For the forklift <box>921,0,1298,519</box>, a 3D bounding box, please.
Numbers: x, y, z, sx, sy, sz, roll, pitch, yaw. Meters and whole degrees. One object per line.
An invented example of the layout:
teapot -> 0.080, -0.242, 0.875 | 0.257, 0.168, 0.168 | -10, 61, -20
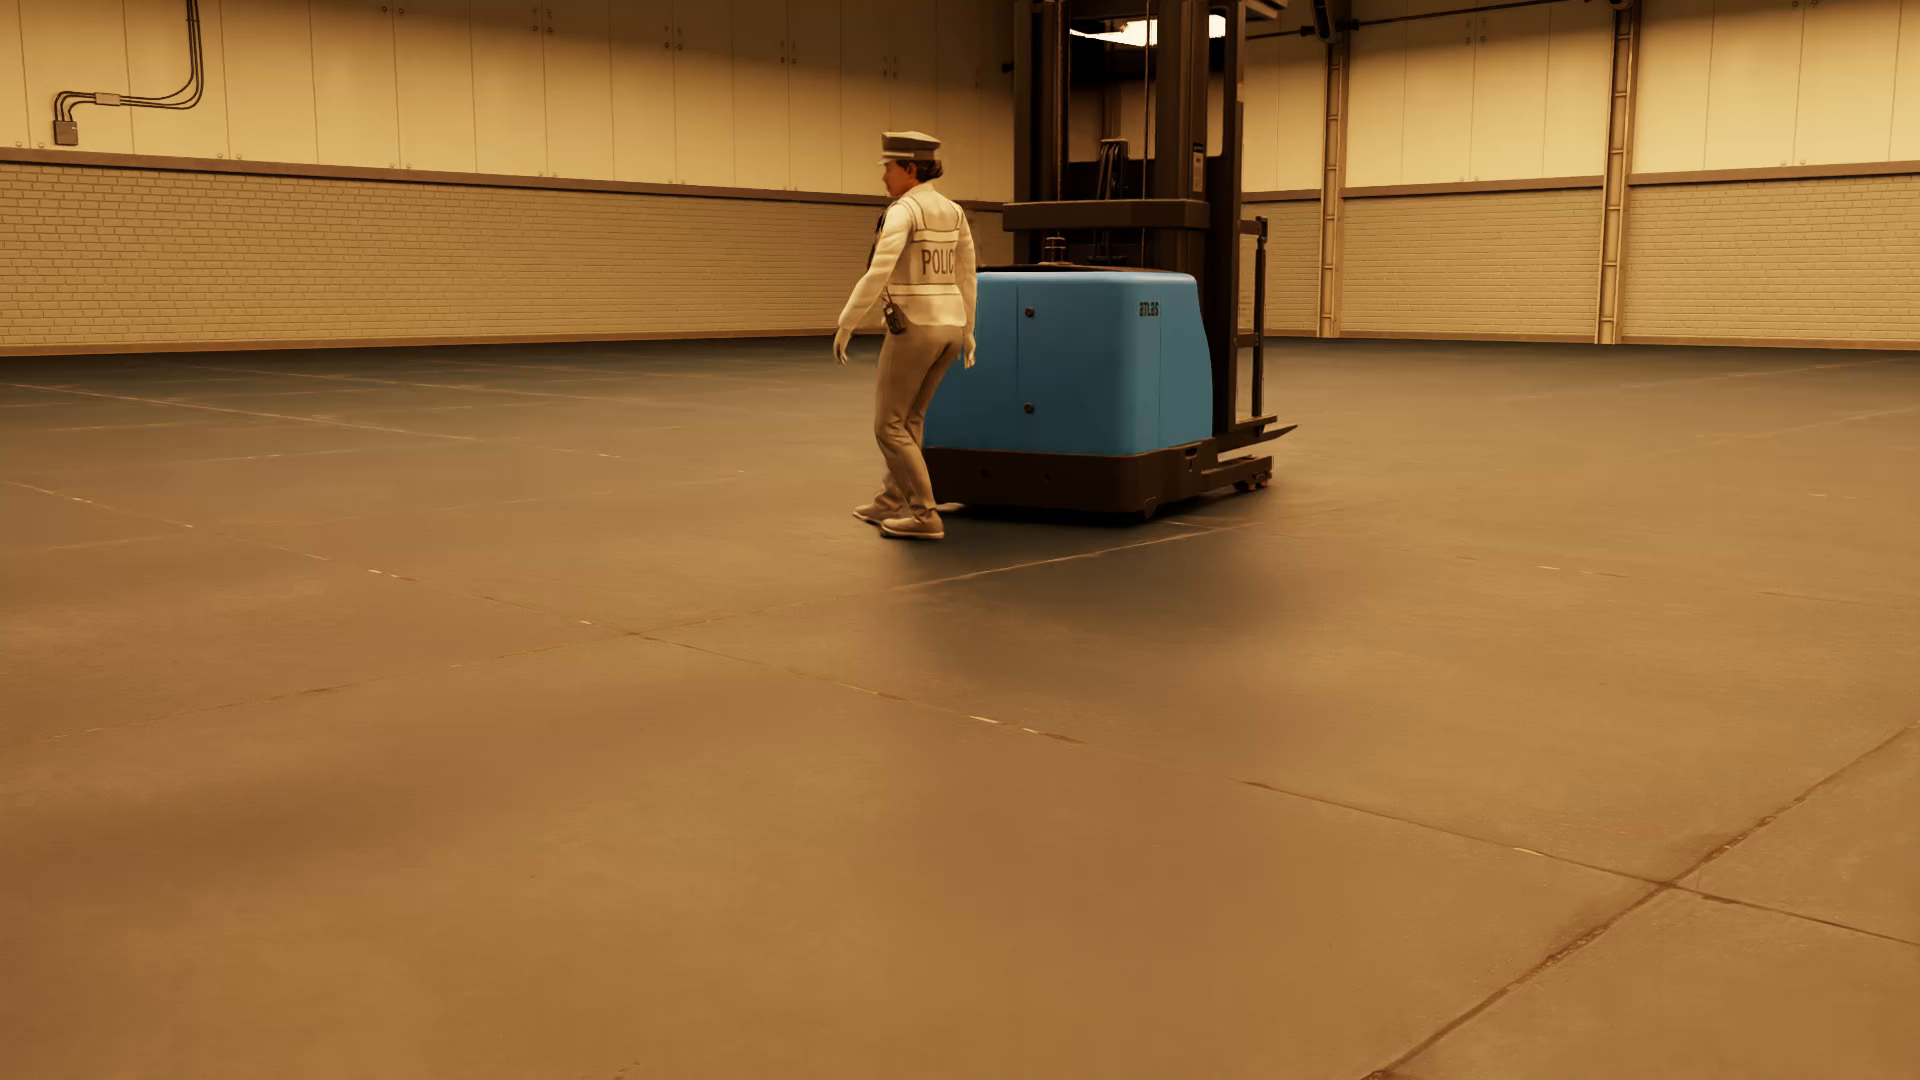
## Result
forklift -> 0.950, -1.721, 8.302 | 1.130, 2.935, 3.031 | 5, 10, 28

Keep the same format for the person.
person -> -0.287, -0.835, 6.811 | 0.623, 1.620, 0.697 | 5, 10, 32
